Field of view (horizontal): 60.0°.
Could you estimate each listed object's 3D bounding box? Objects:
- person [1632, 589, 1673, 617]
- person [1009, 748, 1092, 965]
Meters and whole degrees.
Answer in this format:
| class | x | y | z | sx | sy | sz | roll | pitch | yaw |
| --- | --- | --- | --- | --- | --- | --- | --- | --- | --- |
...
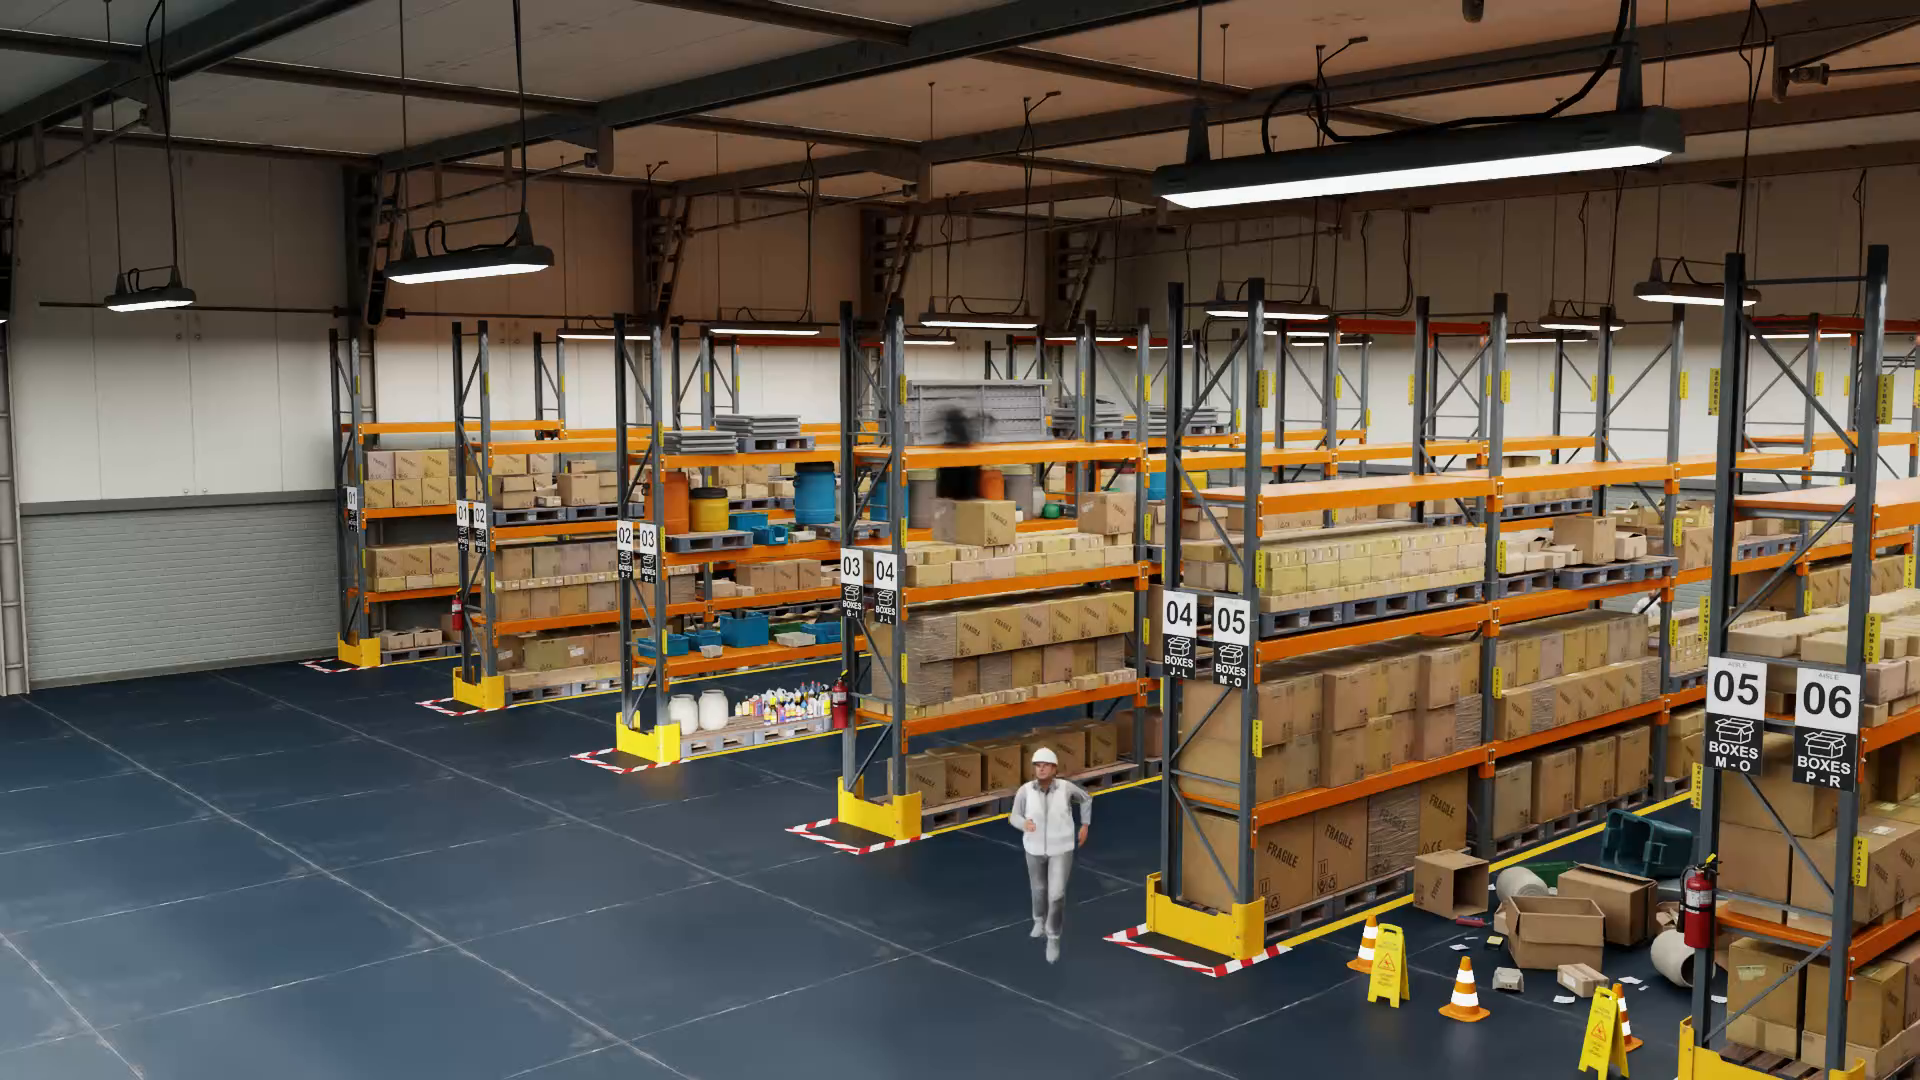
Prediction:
| class | x | y | z | sx | sy | sz | roll | pitch | yaw |
| --- | --- | --- | --- | --- | --- | --- | --- | --- | --- |
| person | 11.792 | 1.552 | 28.298 | 0.658 | 1.692 | 0.608 | 2 | 6 | 16 |
| person | 0.767 | 2.664 | 14.225 | 0.662 | 1.808 | 0.873 | 1 | 6 | 13 |
